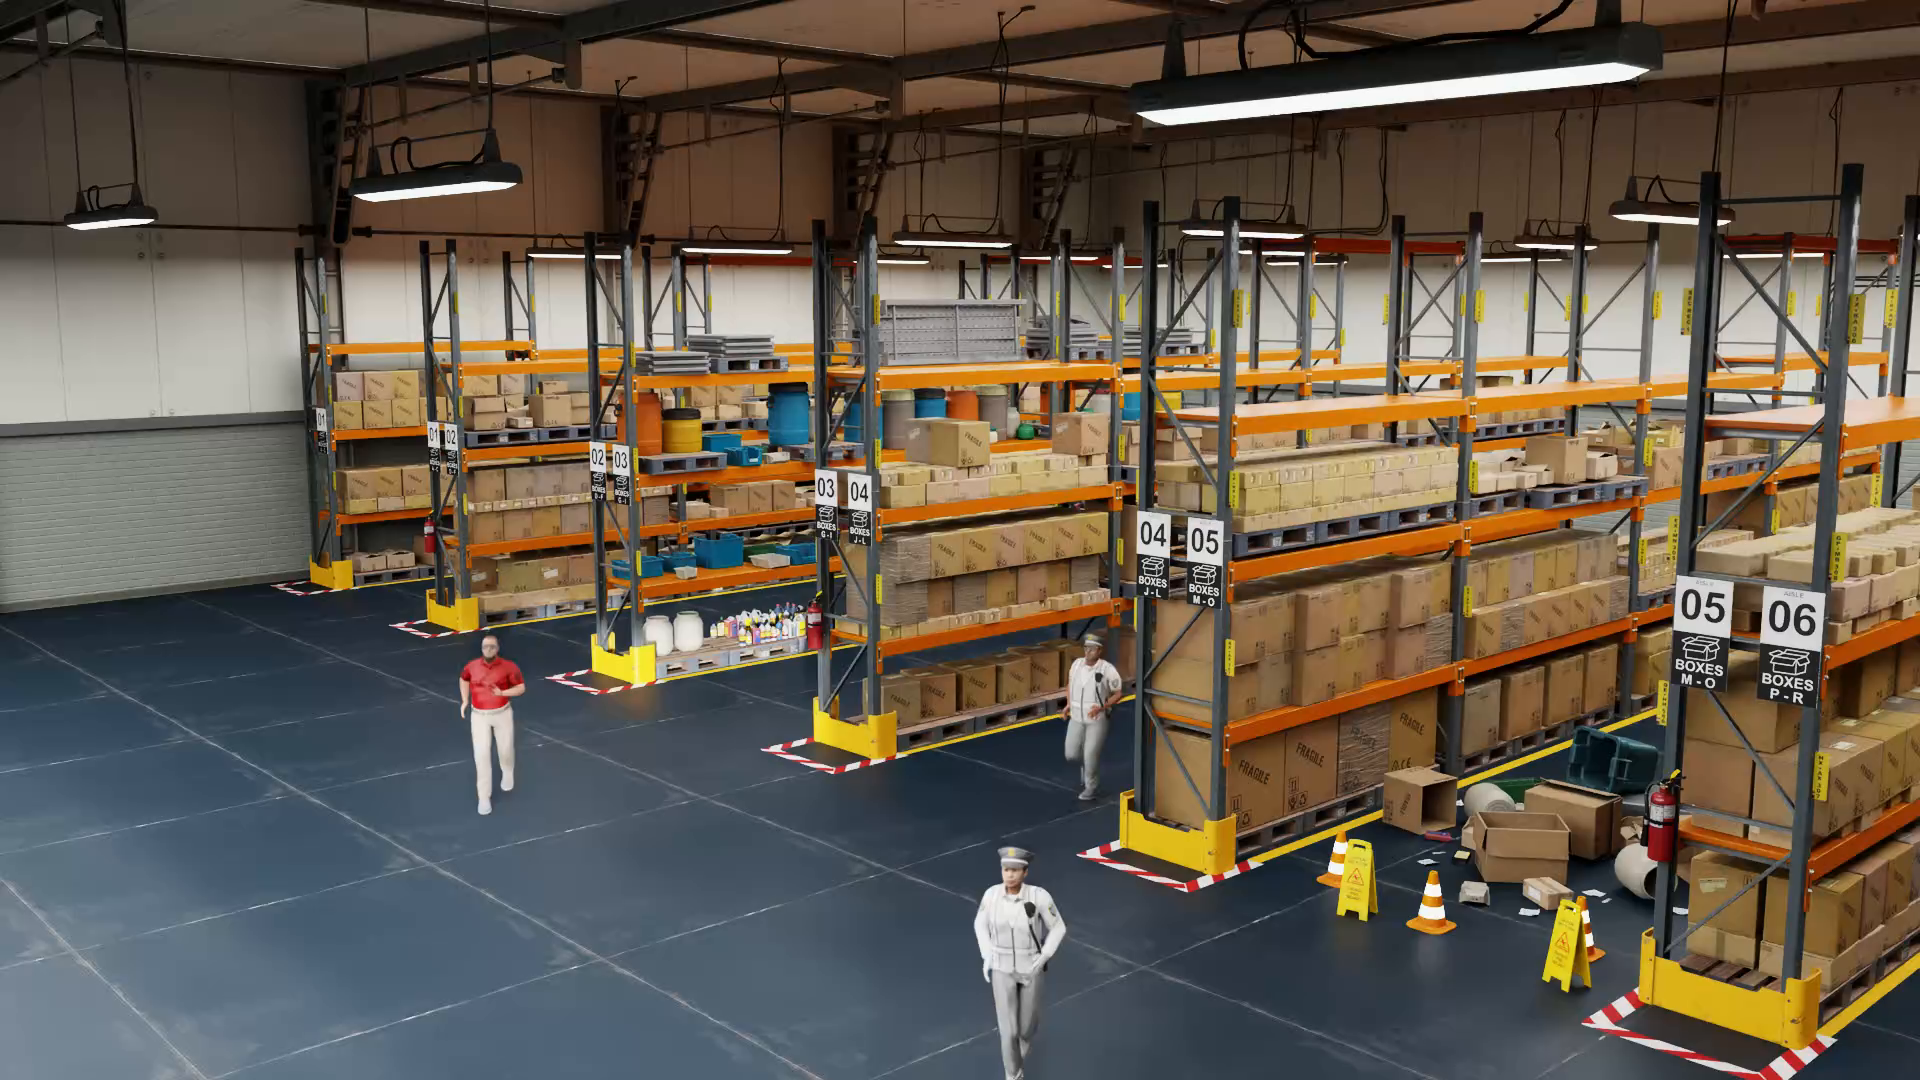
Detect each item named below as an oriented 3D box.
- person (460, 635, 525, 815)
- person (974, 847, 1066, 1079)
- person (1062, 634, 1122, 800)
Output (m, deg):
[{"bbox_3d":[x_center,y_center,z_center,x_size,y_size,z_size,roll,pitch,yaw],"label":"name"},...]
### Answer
[{"bbox_3d":[-4.760,1.821,16.936,0.662,1.719,0.986,-2,9,-11],"label":"person"},{"bbox_3d":[0.381,2.783,10.817,0.613,1.687,0.662,1,8,9],"label":"person"},{"bbox_3d":[1.341,1.812,17.144,0.649,1.734,0.590,5,10,29],"label":"person"}]
